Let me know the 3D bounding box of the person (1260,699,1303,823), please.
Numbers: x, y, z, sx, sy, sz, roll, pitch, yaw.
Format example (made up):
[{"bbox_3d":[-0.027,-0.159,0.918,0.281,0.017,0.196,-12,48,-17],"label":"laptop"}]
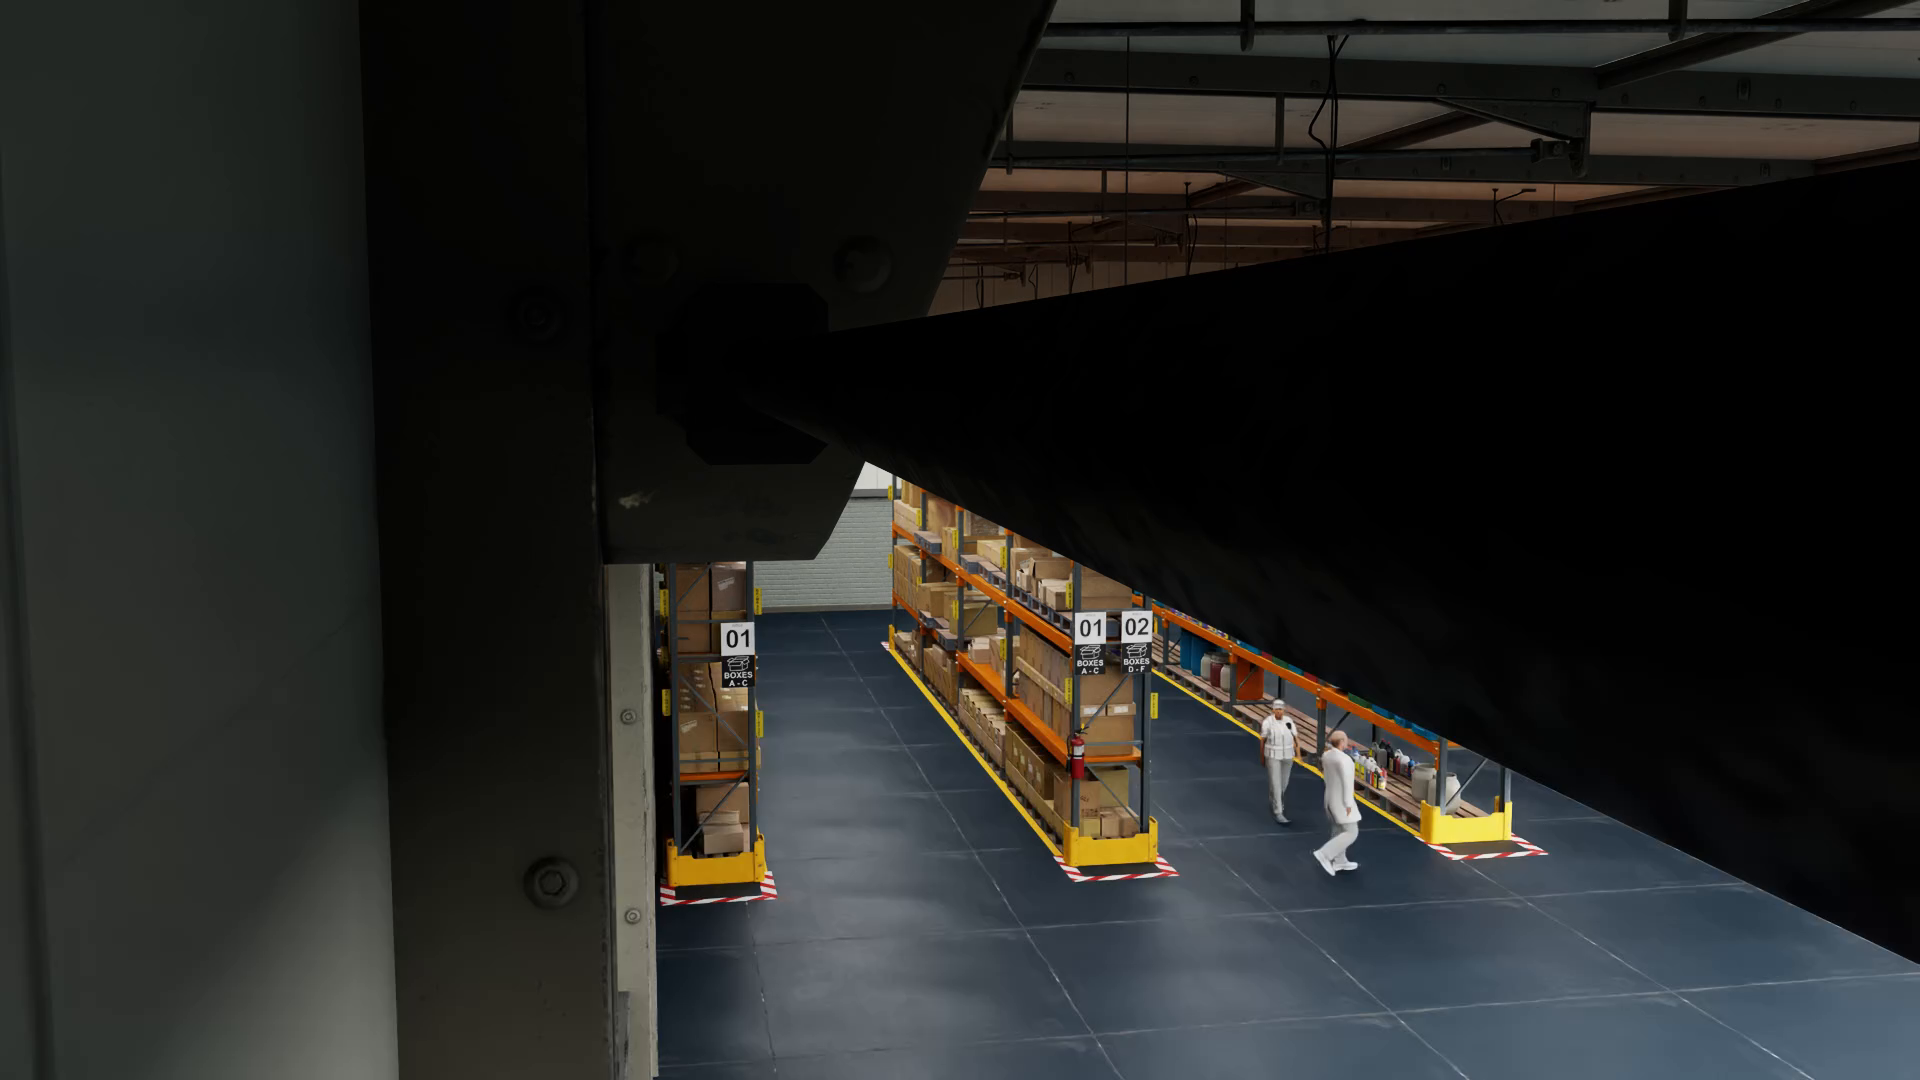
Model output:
[{"bbox_3d":[4.453,3.016,23.057,0.506,1.617,0.939,-1,6,-9],"label":"person"}]

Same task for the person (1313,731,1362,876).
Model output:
[{"bbox_3d":[4.635,3.225,20.473,0.681,1.770,0.605,-2,6,-17],"label":"person"}]

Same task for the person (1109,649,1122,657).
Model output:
[{"bbox_3d":[2.846,2.164,31.038,0.520,1.596,0.988,0,6,-3],"label":"person"}]
